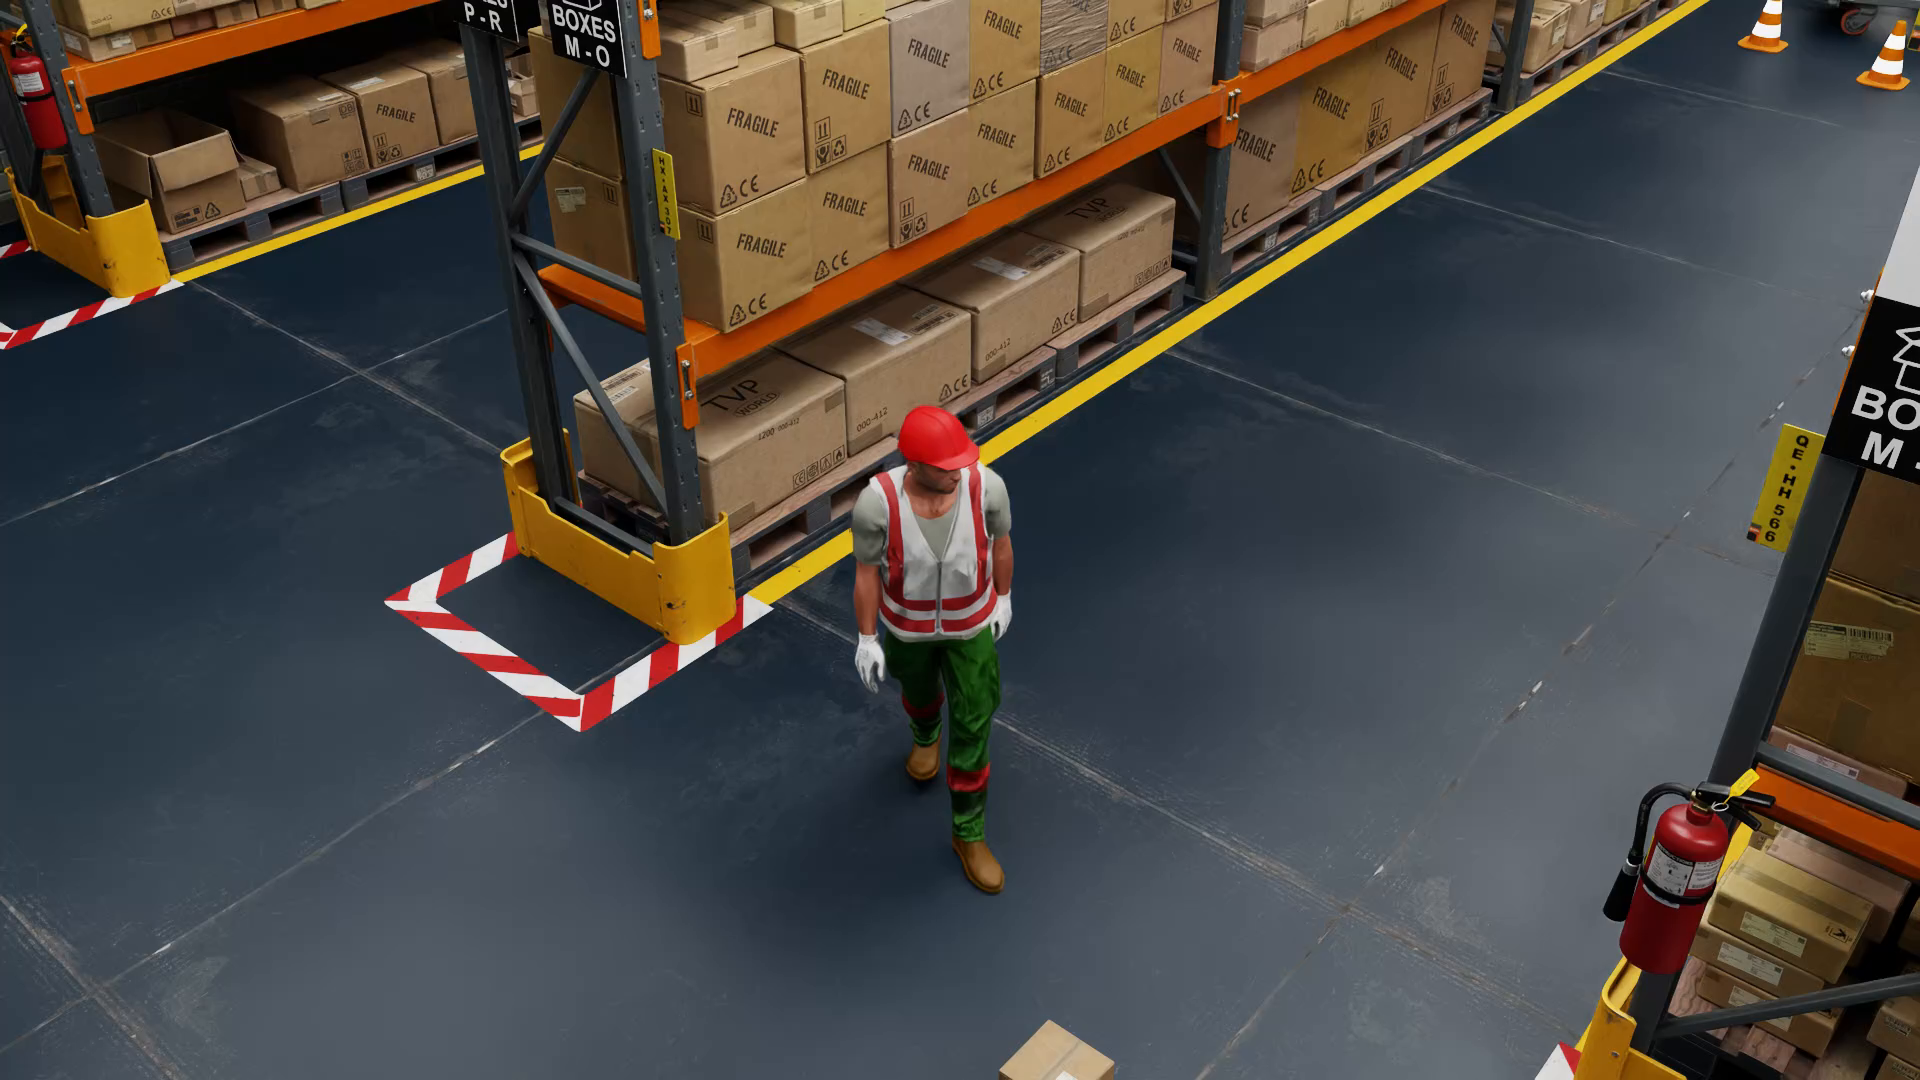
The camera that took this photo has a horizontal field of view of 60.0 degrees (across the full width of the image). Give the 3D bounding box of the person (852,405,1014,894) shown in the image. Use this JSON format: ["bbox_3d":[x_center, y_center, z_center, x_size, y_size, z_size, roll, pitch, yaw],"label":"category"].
[{"bbox_3d":[-0.085,0.293,5.688,0.550,1.765,0.840,-1,35,-2],"label":"person"}]
